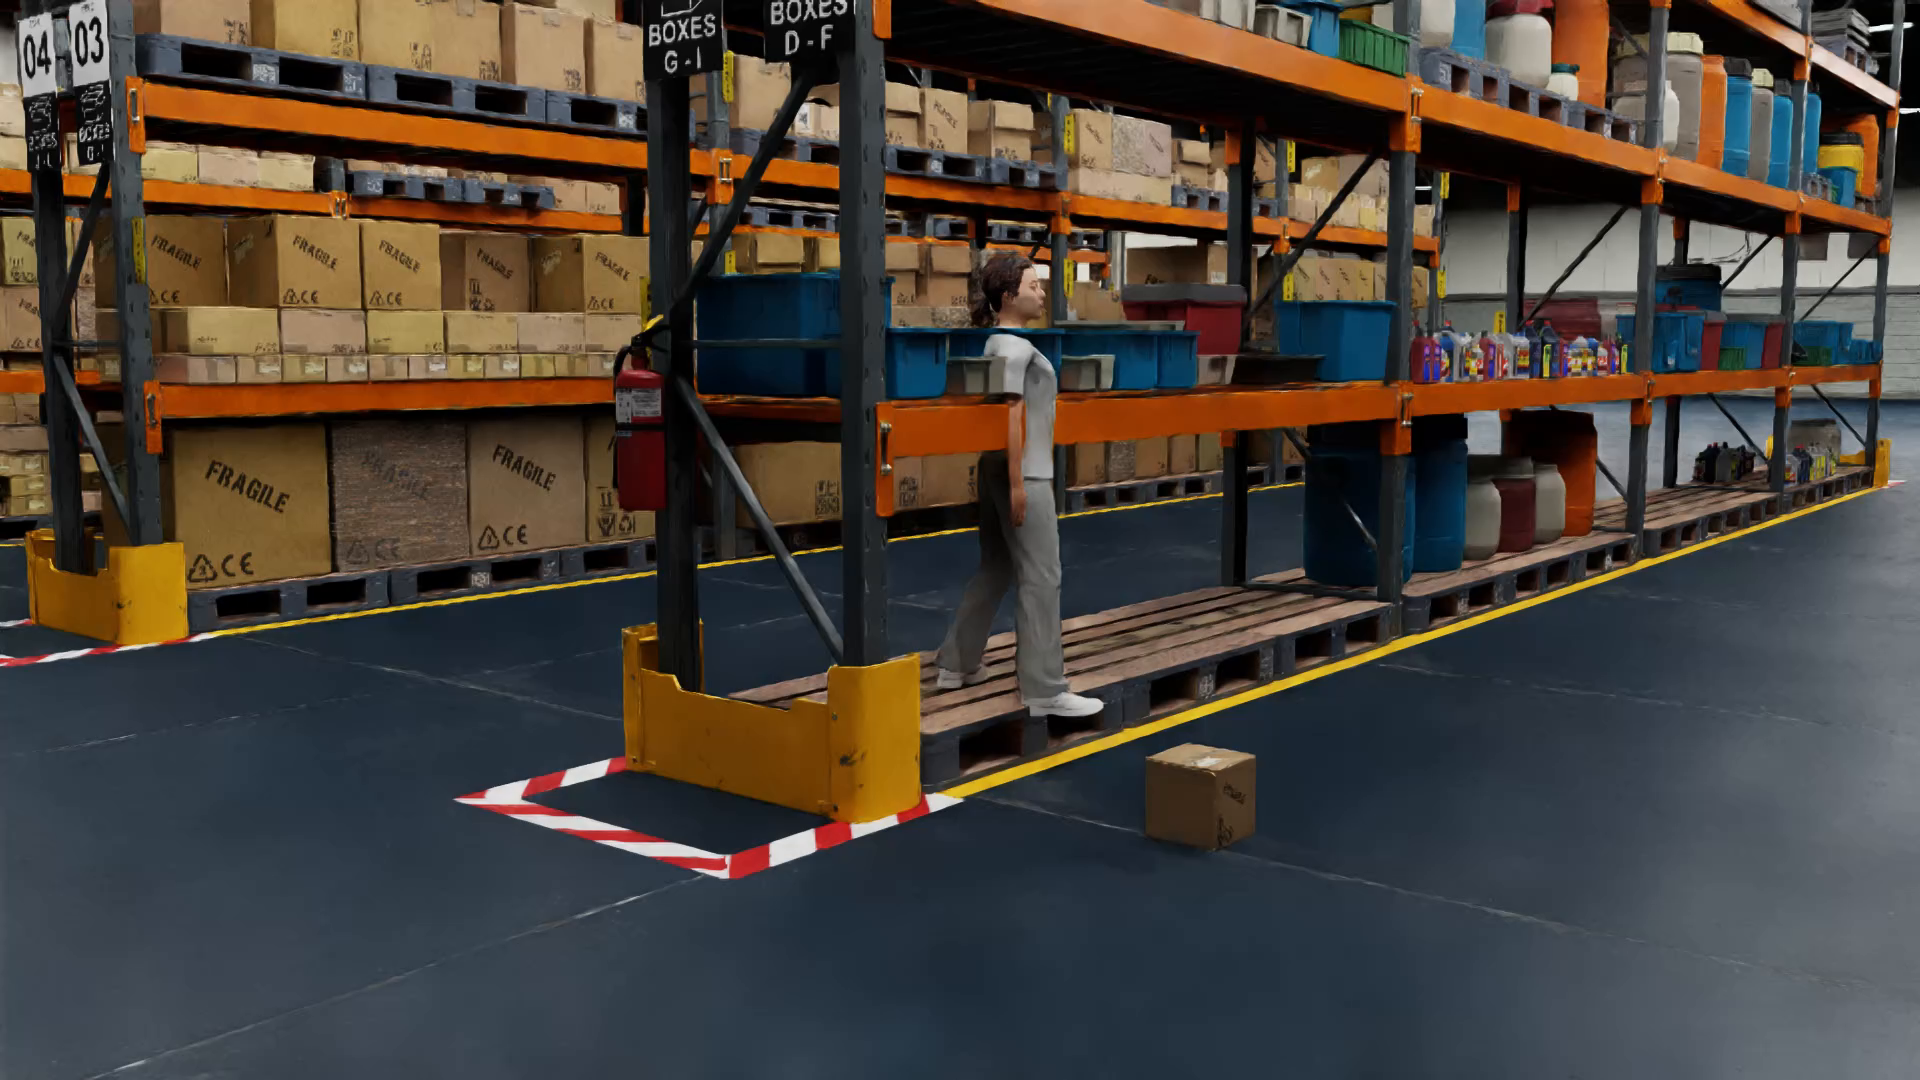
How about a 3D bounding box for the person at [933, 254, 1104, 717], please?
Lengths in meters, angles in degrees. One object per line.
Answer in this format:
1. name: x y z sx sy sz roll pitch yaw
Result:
1. person: 0.196 -0.211 6.149 0.560 1.665 0.617 -1 7 -11
